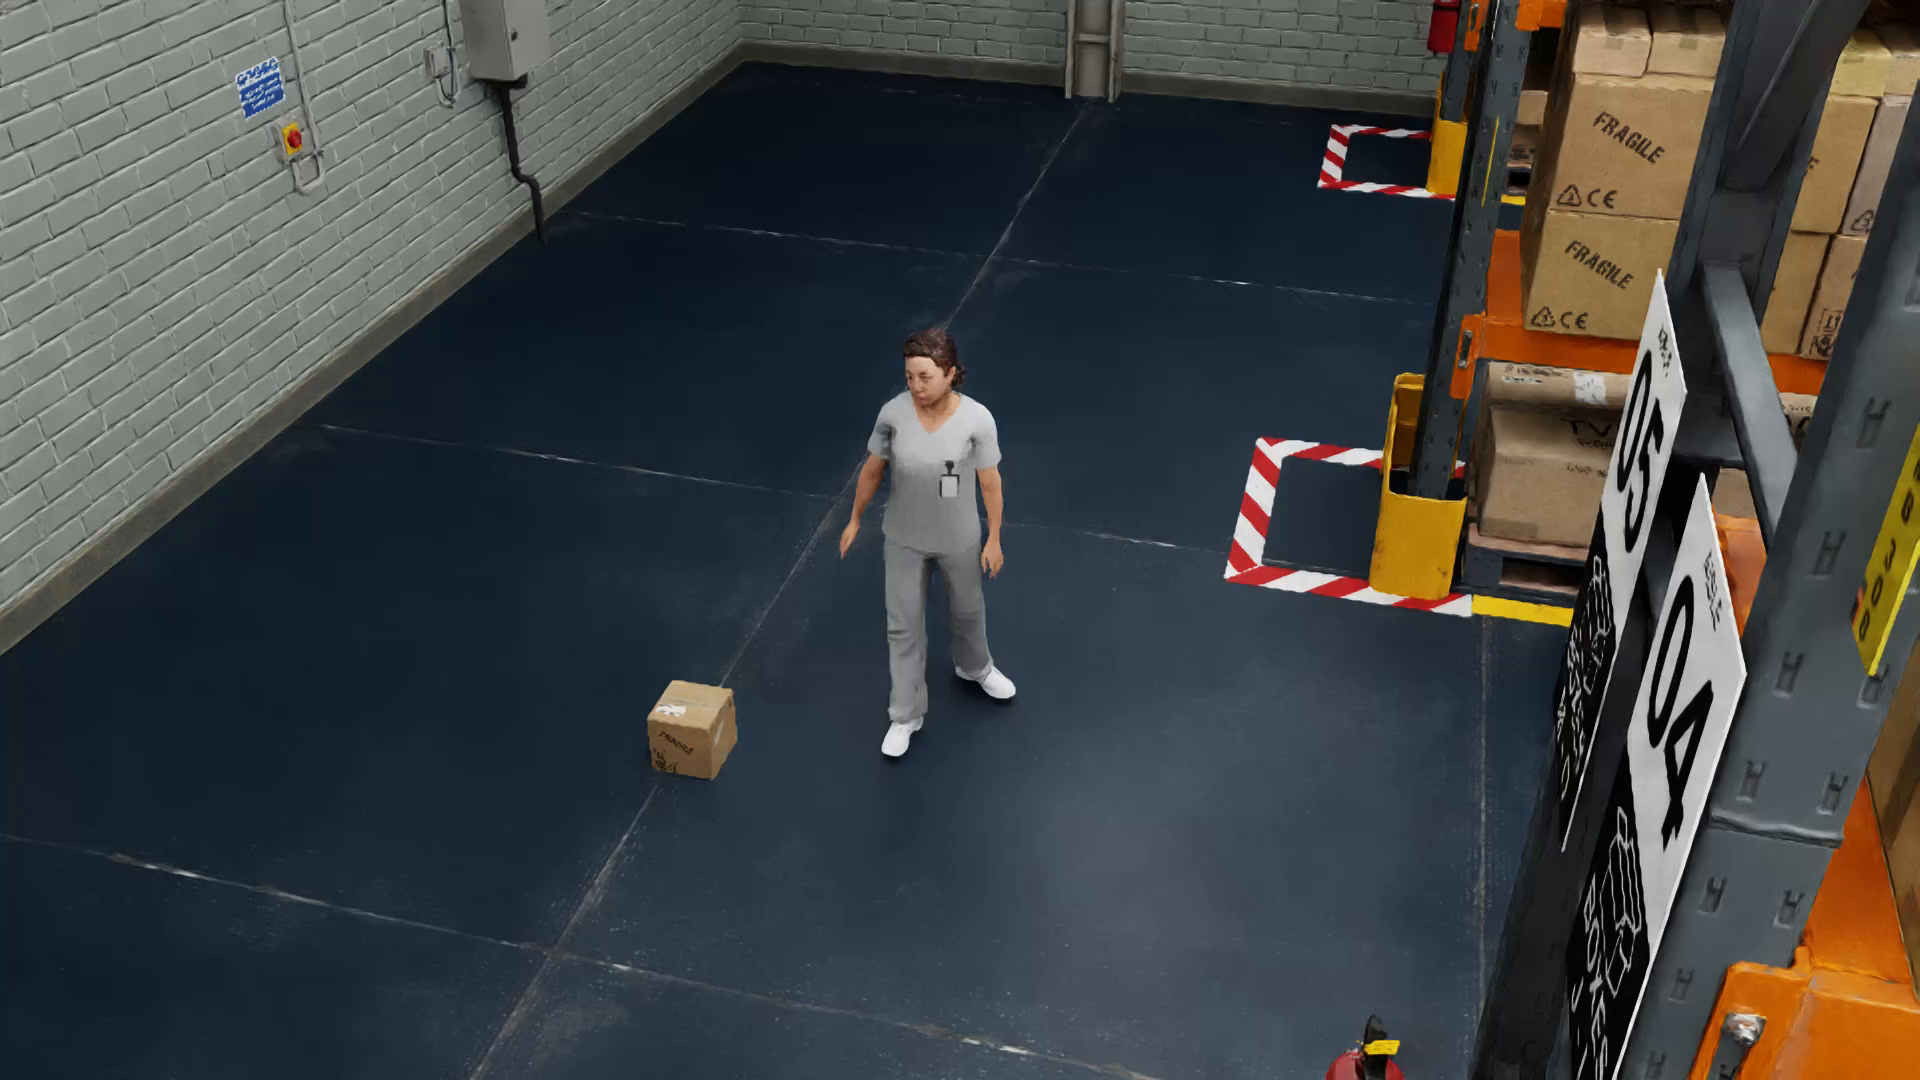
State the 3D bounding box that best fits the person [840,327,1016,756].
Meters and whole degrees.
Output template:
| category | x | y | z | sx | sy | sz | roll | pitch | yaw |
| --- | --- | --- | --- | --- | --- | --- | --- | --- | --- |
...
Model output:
| category | x | y | z | sx | sy | sz | roll | pitch | yaw |
| --- | --- | --- | --- | --- | --- | --- | --- | --- | --- |
| person | -0.118 | -0.007 | 6.142 | 0.668 | 1.666 | 0.627 | 3 | 33 | 4 |
